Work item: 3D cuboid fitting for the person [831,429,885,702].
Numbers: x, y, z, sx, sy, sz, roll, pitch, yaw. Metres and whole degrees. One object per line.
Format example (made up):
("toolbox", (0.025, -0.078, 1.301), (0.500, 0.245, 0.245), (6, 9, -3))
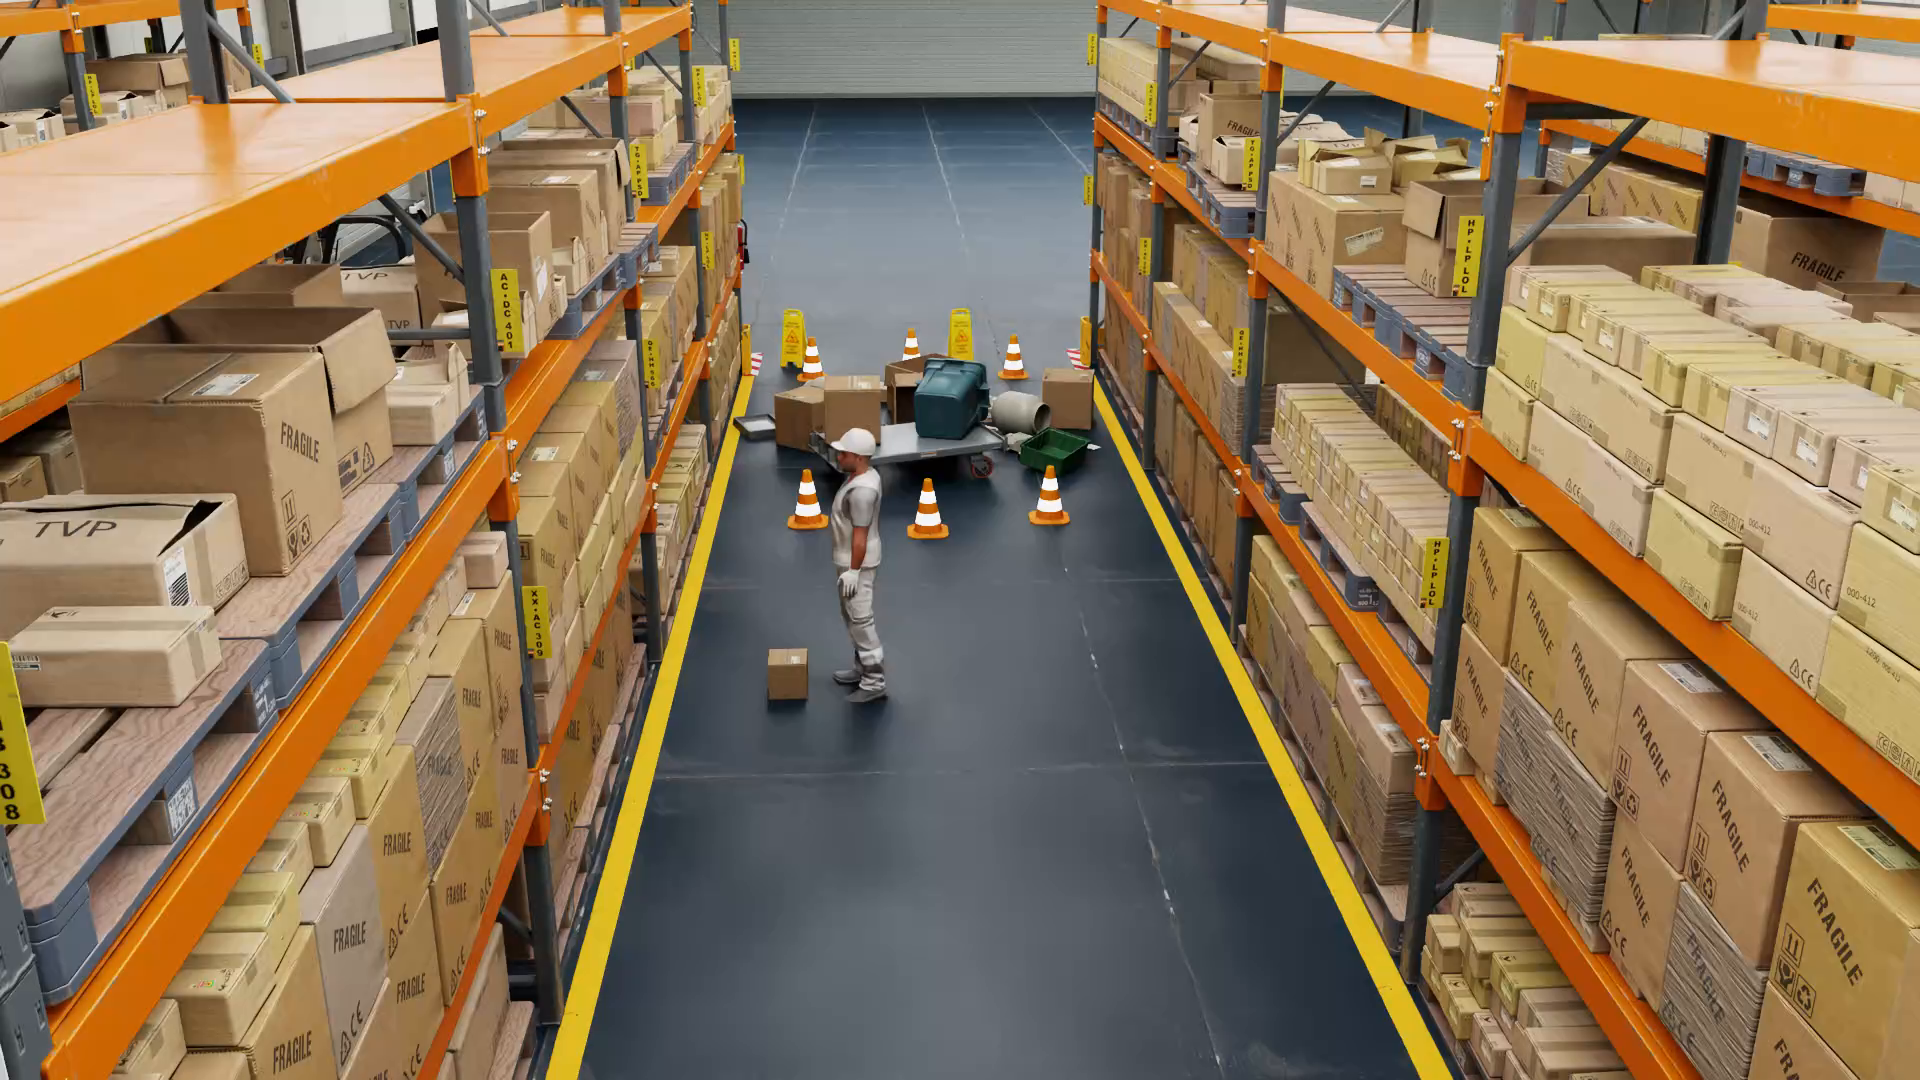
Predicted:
("person", (-0.666, 0.161, 10.644), (0.351, 1.814, 0.525), (-1, 20, -2))
